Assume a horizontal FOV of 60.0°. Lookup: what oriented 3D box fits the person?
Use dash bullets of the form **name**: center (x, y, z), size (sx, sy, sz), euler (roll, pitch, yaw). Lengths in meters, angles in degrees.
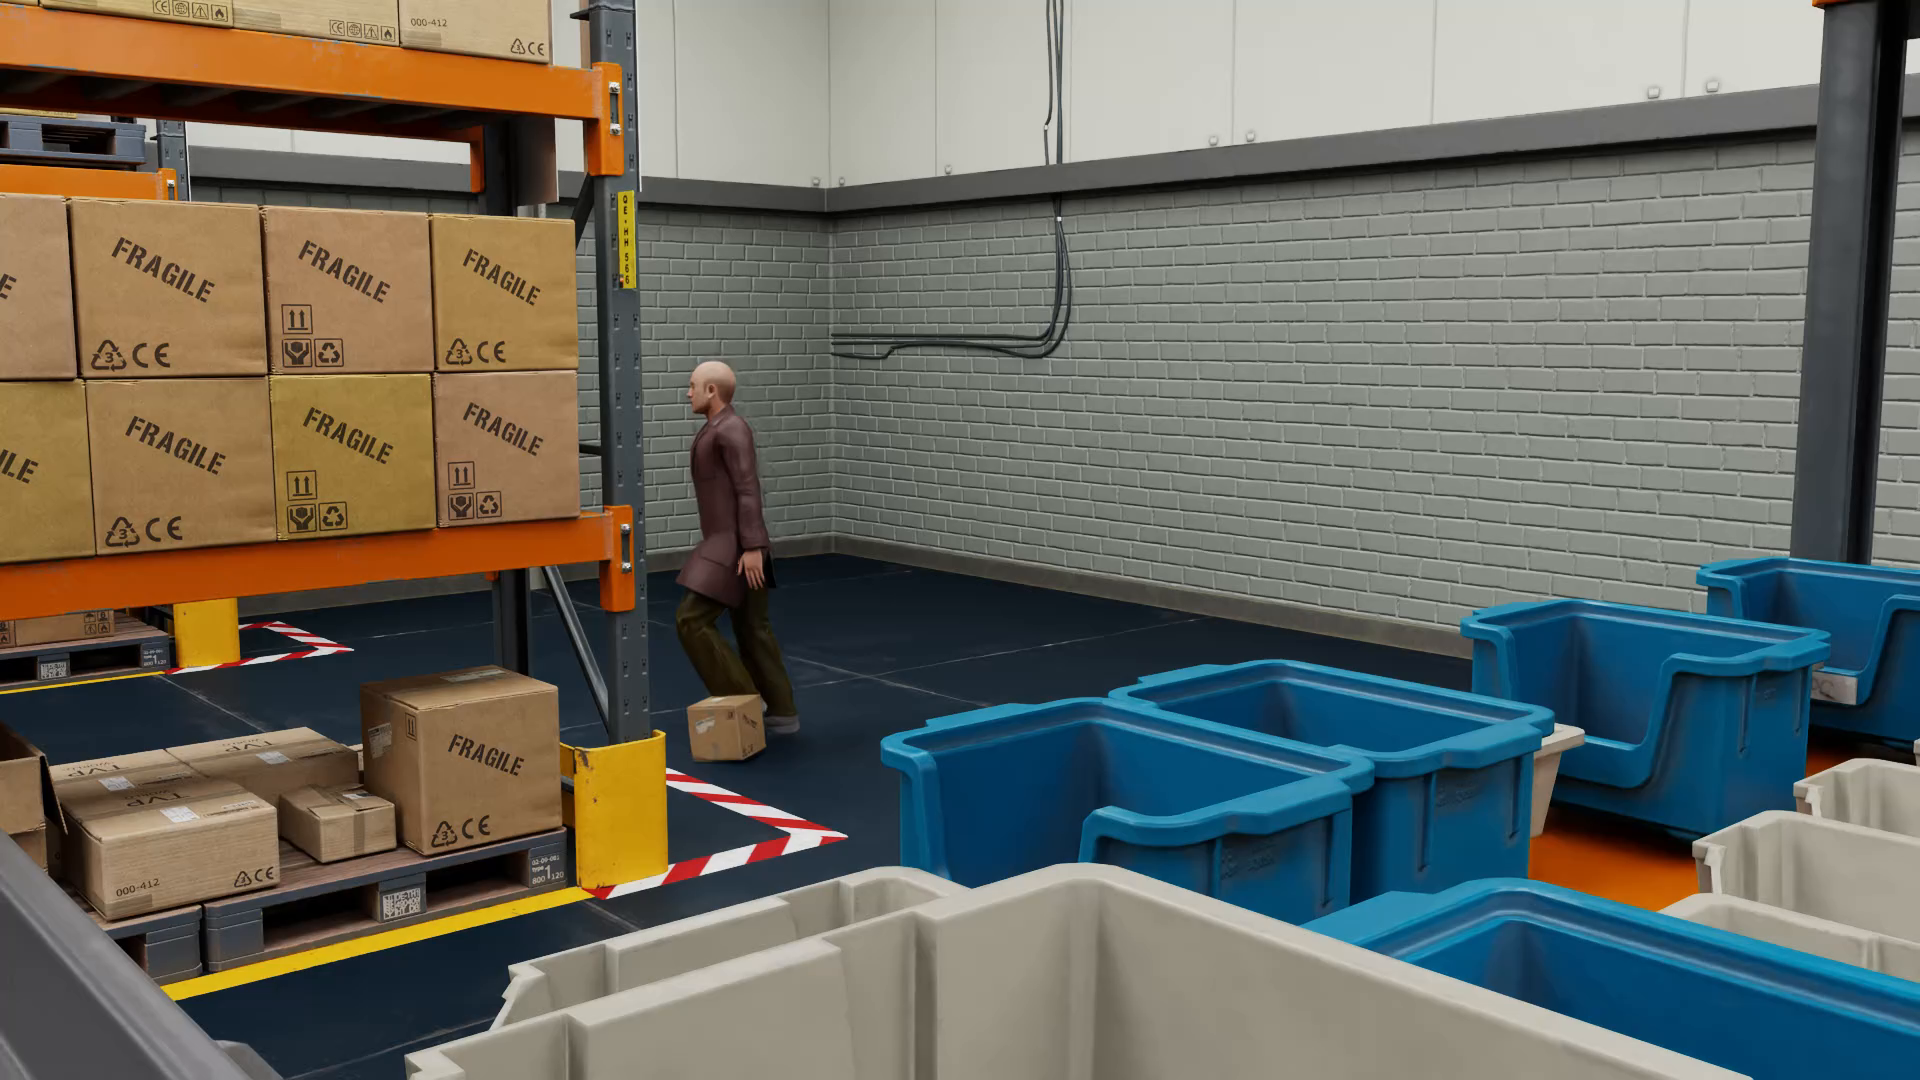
- **person**: center (-1.042, 0.050, 7.771), size (0.568, 1.764, 0.611), euler (-1, 7, -7)
